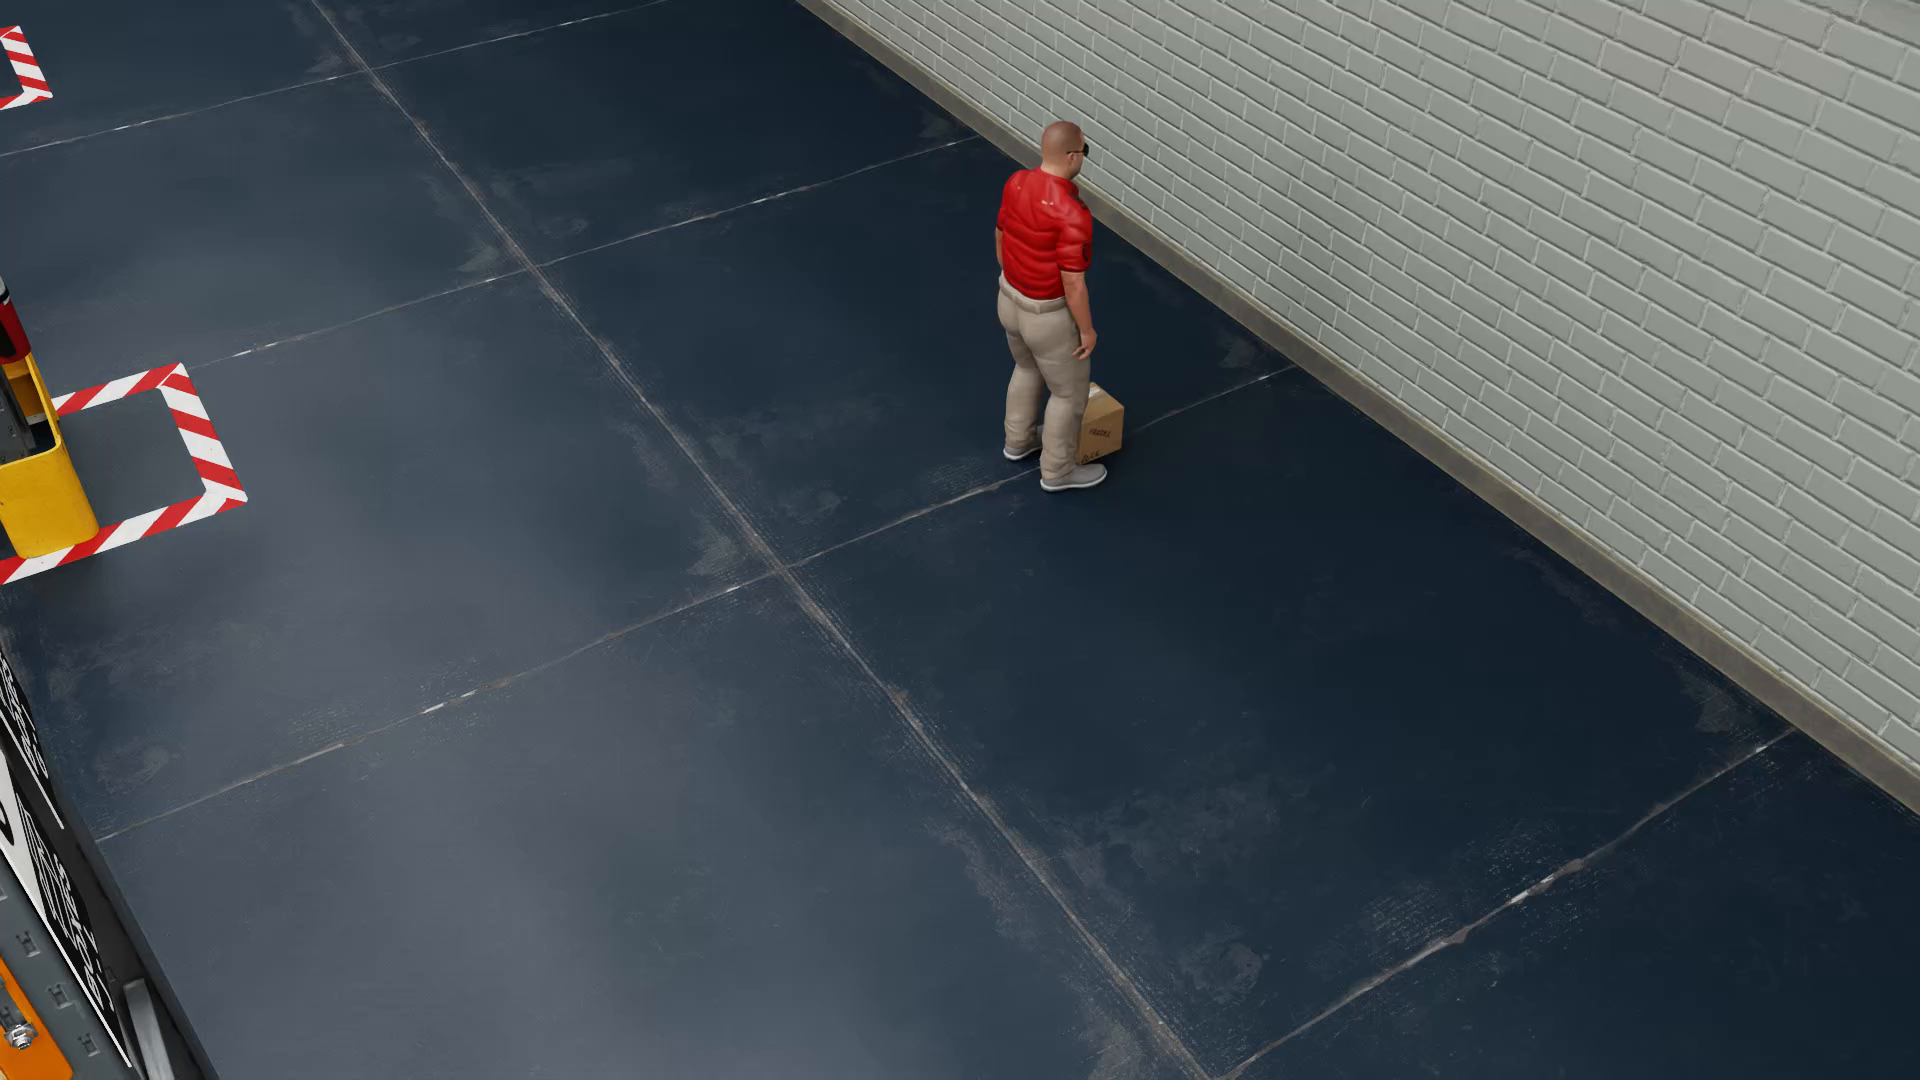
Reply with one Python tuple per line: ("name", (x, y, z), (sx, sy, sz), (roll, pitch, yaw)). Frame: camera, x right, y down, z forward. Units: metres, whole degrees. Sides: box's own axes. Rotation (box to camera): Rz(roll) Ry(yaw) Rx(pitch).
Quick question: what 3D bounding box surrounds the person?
("person", (0.391, -1.027, 7.370), (0.392, 1.725, 0.590), (-25, 46, -26))
